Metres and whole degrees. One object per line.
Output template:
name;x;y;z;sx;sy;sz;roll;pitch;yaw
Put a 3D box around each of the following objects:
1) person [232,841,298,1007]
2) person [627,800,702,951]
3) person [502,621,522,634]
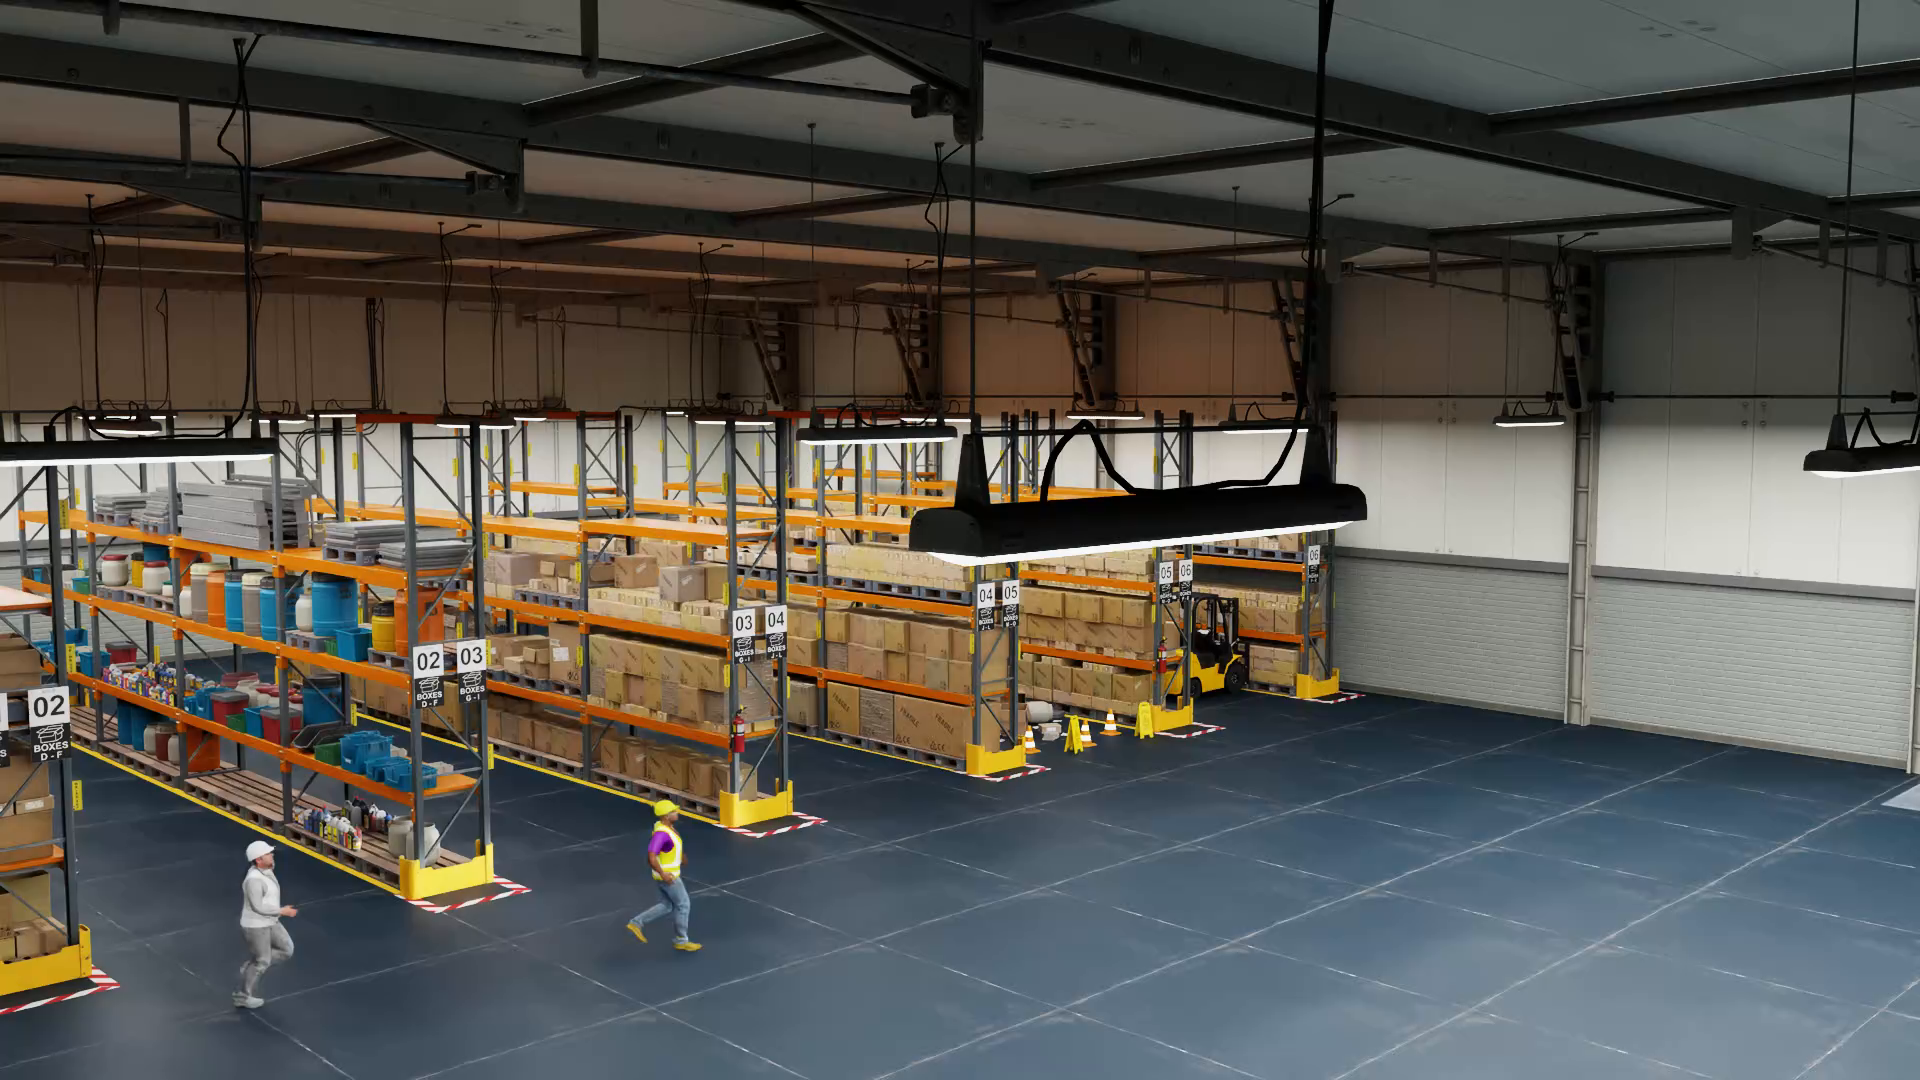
person;-7.227;3.965;17.306;0.679;1.730;0.687;-1;5;-11
person;-3.380;3.821;18.930;0.841;1.756;0.703;-1;5;-13
person;-10.958;1.953;40.828;0.614;1.659;0.658;-1;5;-10
